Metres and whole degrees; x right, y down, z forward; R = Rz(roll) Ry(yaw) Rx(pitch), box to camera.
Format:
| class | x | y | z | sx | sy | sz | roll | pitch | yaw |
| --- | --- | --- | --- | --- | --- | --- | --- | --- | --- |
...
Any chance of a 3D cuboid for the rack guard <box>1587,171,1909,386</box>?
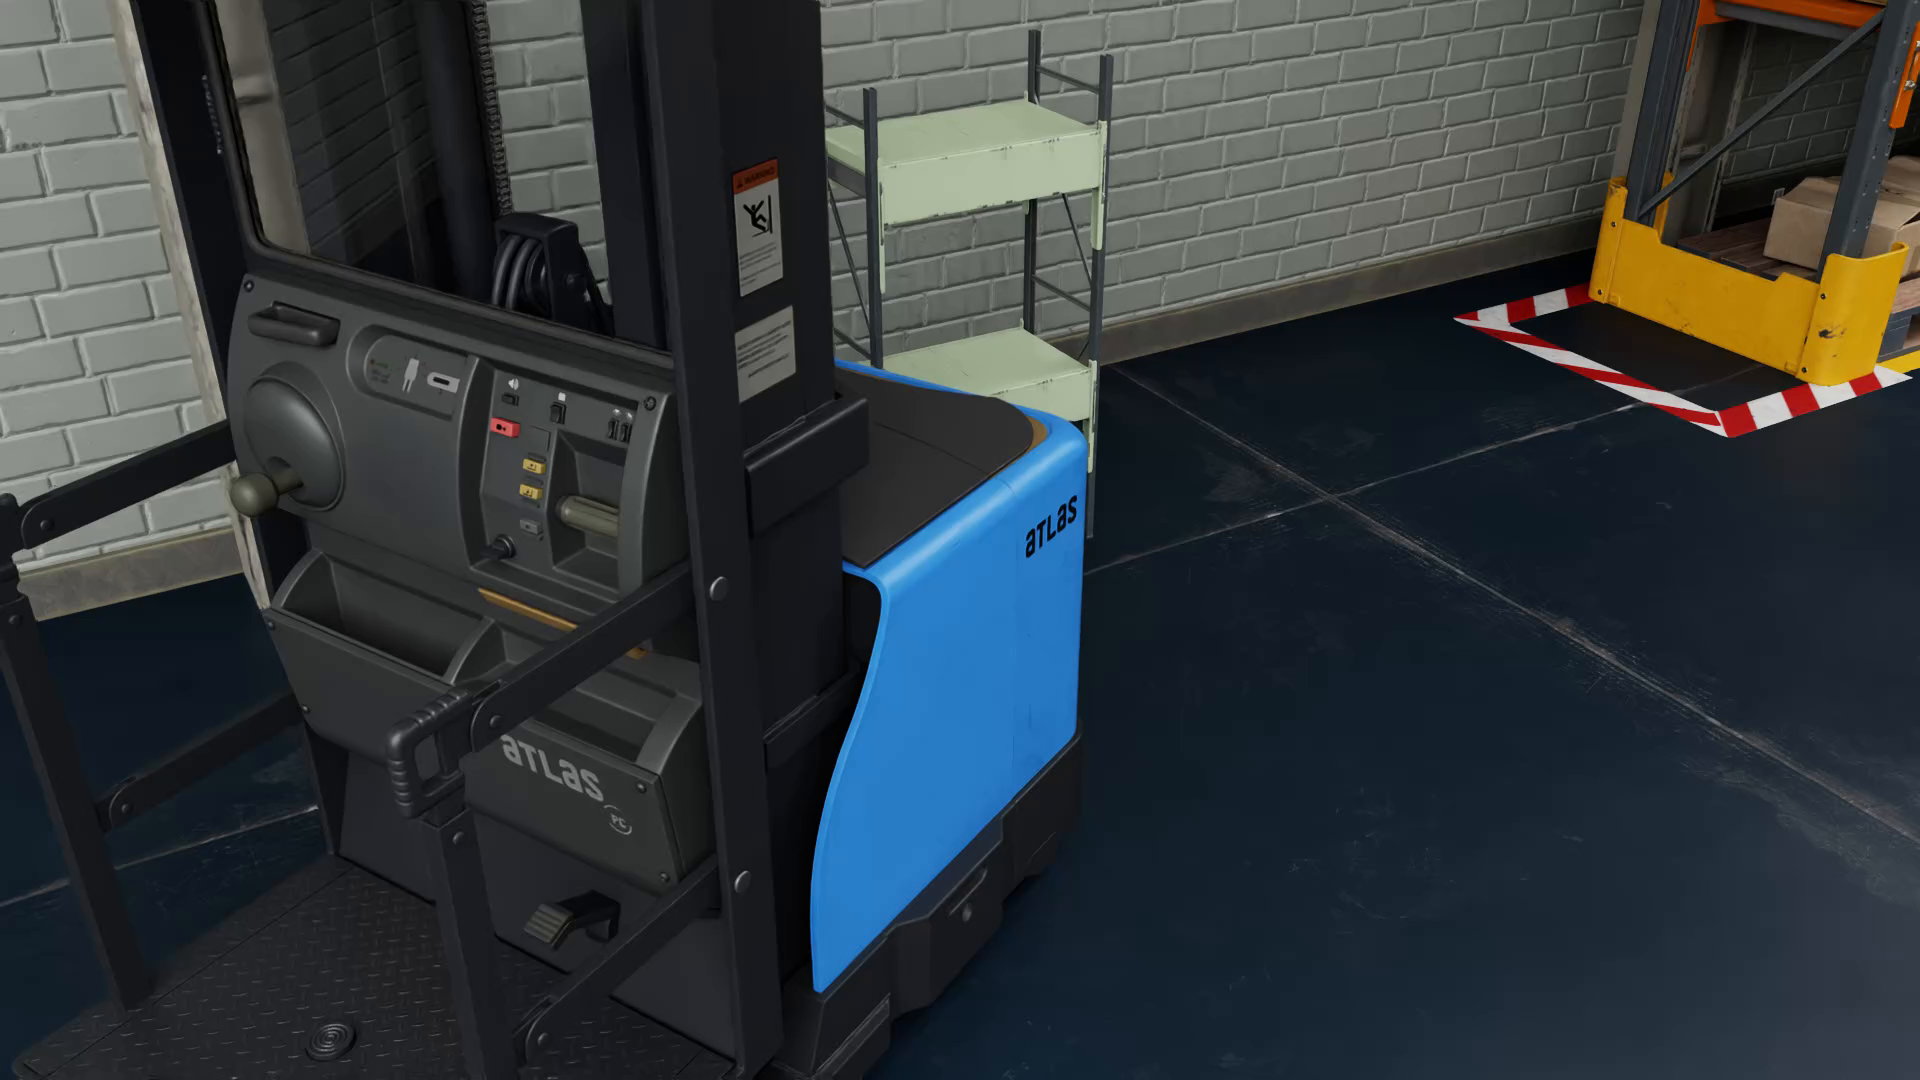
| class | x | y | z | sx | sy | sz | roll | pitch | yaw |
| --- | --- | --- | --- | --- | --- | --- | --- | --- | --- |
| rack guard | 3.121 | -1.076 | 6.683 | 0.348 | 0.500 | 1.175 | -16 | 33 | -26 |

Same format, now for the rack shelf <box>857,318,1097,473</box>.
| class | x | y | z | sx | sy | sz | roll | pitch | yaw |
| --- | --- | --- | --- | --- | --- | --- | --- | --- | --- |
| rack shelf | -0.006 | -0.370 | 5.042 | 0.720 | 0.370 | 0.431 | -16 | 33 | -26 |

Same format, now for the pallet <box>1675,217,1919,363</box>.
| class | x | y | z | sx | sy | sz | roll | pitch | yaw |
| --- | --- | --- | --- | --- | --- | --- | --- | --- | --- |
| pallet | 3.839 | -1.134 | 7.086 | 1.213 | 0.211 | 1.003 | -16 | 33 | -26 |

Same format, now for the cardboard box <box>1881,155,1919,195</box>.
| class | x | y | z | sx | sy | sz | roll | pitch | yaw |
| --- | --- | --- | --- | --- | --- | --- | --- | --- | --- |
| cardboard box | 4.189 | -1.439 | 7.080 | 0.500 | 0.311 | 0.500 | -13 | 31 | -22 |

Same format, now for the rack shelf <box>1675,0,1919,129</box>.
| class | x | y | z | sx | sy | sz | roll | pitch | yaw |
| --- | --- | --- | --- | --- | --- | --- | --- | --- | --- |
| rack shelf | 4.780 | -2.327 | 7.106 | 4.000 | 0.370 | 1.077 | -16 | 33 | -26 |

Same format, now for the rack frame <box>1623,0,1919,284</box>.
| class | x | y | z | sx | sy | sz | roll | pitch | yaw |
| --- | --- | --- | --- | --- | --- | --- | --- | --- | --- |
| rack frame | 3.055 | -2.152 | 6.045 | 0.127 | 3.000 | 1.000 | -16 | 33 | -26 |

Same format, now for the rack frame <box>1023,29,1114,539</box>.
| class | x | y | z | sx | sy | sz | roll | pitch | yaw |
| --- | --- | --- | --- | --- | --- | --- | --- | --- | --- |
| rack frame | 0.310 | -0.745 | 5.047 | 0.023 | 1.500 | 0.400 | -16 | 33 | -26 |

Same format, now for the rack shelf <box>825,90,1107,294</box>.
| class | x | y | z | sx | sy | sz | roll | pitch | yaw |
| --- | --- | --- | --- | --- | --- | --- | --- | --- | --- |
| rack shelf | -0.006 | -0.997 | 4.696 | 0.720 | 0.370 | 0.431 | -16 | 33 | -26 |

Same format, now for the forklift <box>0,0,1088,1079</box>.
| class | x | y | z | sx | sy | sz | roll | pitch | yaw |
| --- | --- | --- | --- | --- | --- | --- | --- | --- | --- |
| forklift | -0.933 | -0.118 | 2.430 | 1.130 | 2.935 | 3.031 | 17 | 33 | 28 |

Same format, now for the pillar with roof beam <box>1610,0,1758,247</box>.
| class | x | y | z | sx | sy | sz | roll | pitch | yaw |
| --- | --- | --- | --- | --- | --- | --- | --- | --- | --- |
| pillar with roof beam | 5.401 | -3.517 | 2.309 | 0.400 | 9.000 | 9.100 | -16 | 33 | -26 |

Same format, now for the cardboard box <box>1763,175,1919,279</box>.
| class | x | y | z | sx | sy | sz | roll | pitch | yaw |
| --- | --- | --- | --- | --- | --- | --- | --- | --- | --- |
| cardboard box | 3.697 | -1.299 | 6.827 | 0.500 | 0.311 | 0.500 | -20 | 35 | -32 |

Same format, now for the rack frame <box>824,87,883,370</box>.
| class | x | y | z | sx | sy | sz | roll | pitch | yaw |
| --- | --- | --- | --- | --- | --- | --- | --- | --- | --- |
| rack frame | -0.321 | -0.565 | 4.722 | 0.023 | 1.500 | 0.400 | -16 | 33 | -26 |

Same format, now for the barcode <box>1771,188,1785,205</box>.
| class | x | y | z | sx | sy | sz | roll | pitch | yaw |
| --- | --- | --- | --- | --- | --- | --- | --- | --- | --- |
| barcode | 3.510 | -1.474 | 7.135 | 0.075 | 0.075 | 0.001 | -16 | 33 | -26 |

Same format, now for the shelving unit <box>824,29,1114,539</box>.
| class | x | y | z | sx | sy | sz | roll | pitch | yaw |
| --- | --- | --- | --- | --- | --- | --- | --- | --- | --- |
| shelving unit | -0.006 | -0.655 | 4.885 | 0.755 | 1.500 | 0.431 | -16 | 33 | -26 |
